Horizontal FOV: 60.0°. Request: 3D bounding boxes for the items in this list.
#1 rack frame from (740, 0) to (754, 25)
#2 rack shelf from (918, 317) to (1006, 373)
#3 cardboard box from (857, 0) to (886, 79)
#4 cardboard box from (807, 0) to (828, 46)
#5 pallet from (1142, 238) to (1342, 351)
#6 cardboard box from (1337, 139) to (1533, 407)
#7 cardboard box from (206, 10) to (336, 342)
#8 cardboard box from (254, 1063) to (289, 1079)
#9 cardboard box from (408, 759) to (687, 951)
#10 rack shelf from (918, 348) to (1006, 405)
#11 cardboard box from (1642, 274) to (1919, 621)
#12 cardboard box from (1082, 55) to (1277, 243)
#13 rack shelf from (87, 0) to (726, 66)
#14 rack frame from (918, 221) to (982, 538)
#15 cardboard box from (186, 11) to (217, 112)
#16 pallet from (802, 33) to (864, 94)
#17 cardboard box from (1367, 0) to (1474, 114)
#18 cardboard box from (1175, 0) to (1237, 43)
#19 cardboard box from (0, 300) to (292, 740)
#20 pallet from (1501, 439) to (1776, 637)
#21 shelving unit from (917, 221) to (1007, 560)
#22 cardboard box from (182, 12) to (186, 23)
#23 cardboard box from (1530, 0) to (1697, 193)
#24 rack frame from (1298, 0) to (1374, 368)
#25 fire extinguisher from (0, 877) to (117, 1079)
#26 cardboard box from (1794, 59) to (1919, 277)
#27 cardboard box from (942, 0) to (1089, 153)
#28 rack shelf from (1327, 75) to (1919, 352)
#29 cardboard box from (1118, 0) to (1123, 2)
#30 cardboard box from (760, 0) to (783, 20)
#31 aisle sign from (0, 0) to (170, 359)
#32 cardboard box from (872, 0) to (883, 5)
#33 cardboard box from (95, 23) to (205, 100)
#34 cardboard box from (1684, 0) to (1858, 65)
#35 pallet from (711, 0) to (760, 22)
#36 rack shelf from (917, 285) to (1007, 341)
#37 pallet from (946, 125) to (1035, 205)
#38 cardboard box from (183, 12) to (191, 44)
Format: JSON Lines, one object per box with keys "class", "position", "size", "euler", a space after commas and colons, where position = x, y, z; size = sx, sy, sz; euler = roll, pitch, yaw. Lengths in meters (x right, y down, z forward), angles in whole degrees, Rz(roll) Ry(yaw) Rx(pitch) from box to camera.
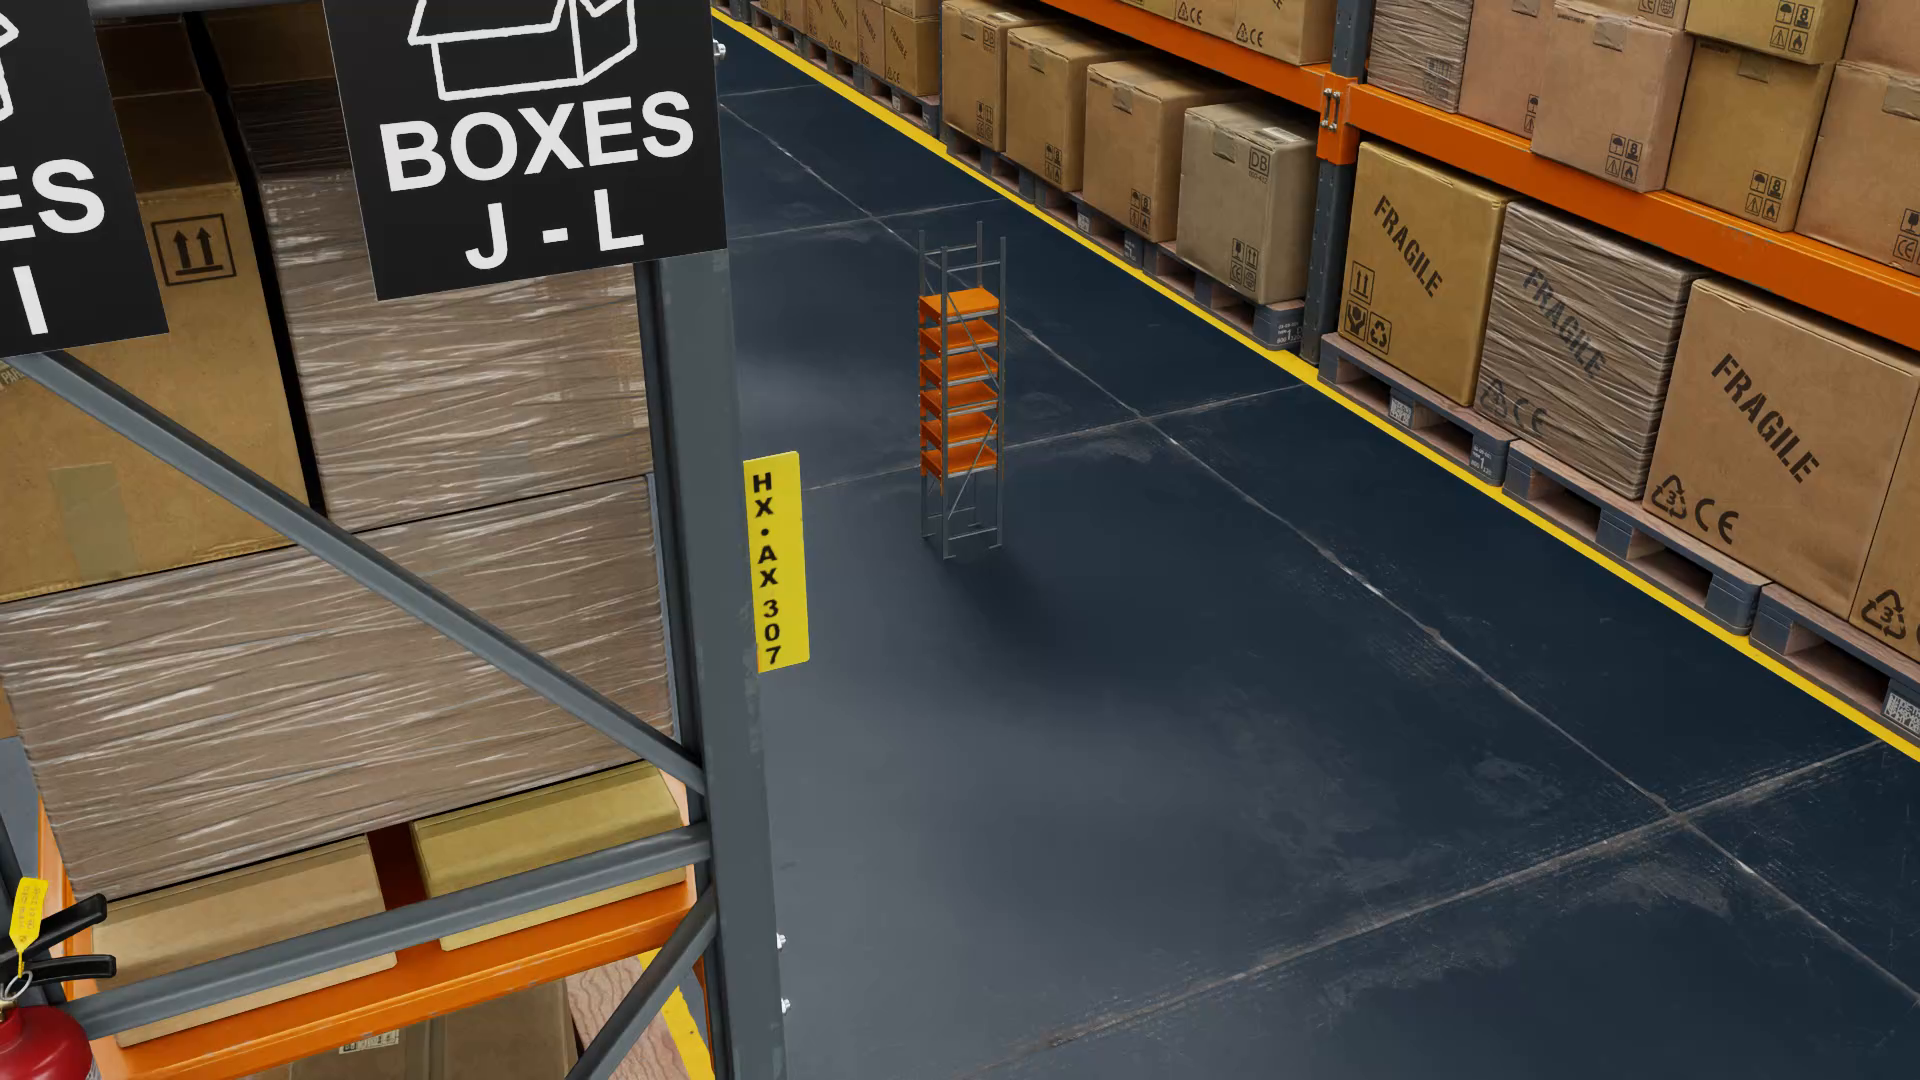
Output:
{"class": "rack frame", "position": [-1.375, -5.770, 13.473], "size": [1.000, 3.000, 0.127], "euler": [-13, 32, -22]}
{"class": "rack shelf", "position": [0.006, -0.688, 5.849], "size": [0.258, 0.103, 0.180], "euler": [-13, 32, -22]}
{"class": "cardboard box", "position": [-0.396, -3.562, 11.661], "size": [0.500, 0.500, 0.500], "euler": [-12, 31, -20]}
{"class": "cardboard box", "position": [-0.832, -4.019, 12.476], "size": [0.500, 0.500, 0.500], "euler": [-13, 32, -21]}
{"class": "pallet", "position": [1.660, -1.345, 8.432], "size": [1.003, 0.211, 1.213], "euler": [-13, 32, -22]}
{"class": "cardboard box", "position": [2.266, -1.200, 7.066], "size": [0.875, 0.875, 0.875], "euler": [-13, 32, -21]}
{"class": "cardboard box", "position": [-0.945, -0.604, 2.832], "size": [0.500, 0.500, 0.500], "euler": [-13, 32, -22]}
{"class": "cardboard box", "position": [-1.287, 0.899, 3.707], "size": [0.500, 0.500, 0.500], "euler": [-5, 30, -9]}
{"class": "cardboard box", "position": [-0.654, 0.461, 2.617], "size": [0.380, 0.149, 0.250], "euler": [-13, 32, -22]}
{"class": "rack shelf", "position": [0.006, -0.583, 5.908], "size": [0.258, 0.103, 0.180], "euler": [-13, 32, -22]}
{"class": "cardboard box", "position": [3.046, -0.399, 5.639], "size": [0.875, 0.875, 0.875], "euler": [-14, 32, -23]}
{"class": "cardboard box", "position": [1.301, -2.120, 8.835], "size": [1.050, 0.750, 0.750], "euler": [-13, 32, -22]}
{"class": "rack shelf", "position": [-1.605, -1.350, 3.260], "size": [1.077, 0.370, 4.000], "euler": [-13, 32, -22]}
{"class": "rack frame", "position": [-0.033, -0.557, 6.017], "size": [0.240, 1.200, 0.006], "euler": [-13, 32, -22]}
{"class": "cardboard box", "position": [-1.381, -1.044, 3.617], "size": [0.500, 0.500, 0.500], "euler": [-13, 32, -22]}
{"class": "pallet", "position": [-0.512, -3.670, 12.580], "size": [1.003, 0.211, 1.213], "euler": [-13, 32, -22]}
{"class": "cardboard box", "position": [2.228, -2.141, 6.848], "size": [0.875, 0.550, 0.550], "euler": [-13, 32, -22]}
{"class": "cardboard box", "position": [1.377, -2.677, 7.855], "size": [0.500, 0.500, 0.500], "euler": [-13, 32, -23]}
{"class": "cardboard box", "position": [-1.281, -0.090, 2.937], "size": [0.875, 0.500, 0.500], "euler": [-13, 32, -22]}
{"class": "pallet", "position": [2.843, -0.128, 6.262], "size": [1.003, 0.211, 1.213], "euler": [-13, 32, -22]}
{"class": "shelving unit", "position": [0.006, -0.517, 5.945], "size": [0.258, 1.200, 0.189], "euler": [-13, 32, -22]}
{"class": "cardboard box", "position": [-1.845, -0.936, 3.425], "size": [0.500, 0.500, 0.500], "euler": [-13, 32, -22]}
{"class": "cardboard box", "position": [2.610, -1.640, 5.954], "size": [0.875, 0.550, 0.550], "euler": [-13, 32, -22]}
{"class": "rack frame", "position": [2.059, -2.236, 7.171], "size": [1.000, 3.000, 0.127], "euler": [-13, 32, -22]}
{"class": "fire extinguisher", "position": [-1.114, 0.709, 1.998], "size": [0.296, 0.674, 0.183], "euler": [-13, 32, -22]}
{"class": "cardboard box", "position": [3.193, -1.201, 5.172], "size": [0.875, 0.550, 0.550], "euler": [-13, 32, -22]}
{"class": "cardboard box", "position": [0.522, -2.917, 10.256], "size": [1.050, 0.750, 0.750], "euler": [-14, 32, -23]}
{"class": "rack shelf", "position": [2.918, -1.039, 5.771], "size": [1.077, 0.370, 4.000], "euler": [-13, 32, -22]}
{"class": "cardboard box", "position": [0.940, -3.124, 8.652], "size": [0.500, 0.500, 0.500], "euler": [-13, 32, -22]}
{"class": "cardboard box", "position": [-1.298, -4.481, 13.300], "size": [0.500, 0.500, 0.500], "euler": [-12, 31, -20]}
{"class": "aisle sign", "position": [-0.991, -0.516, 1.445], "size": [0.394, 0.787, 0.004], "euler": [-13, 32, -22]}
{"class": "cardboard box", "position": [-0.415, -3.891, 11.481], "size": [0.500, 0.250, 0.500], "euler": [-13, 32, -21]}
{"class": "cardboard box", "position": [-1.426, -0.493, 2.633], "size": [0.500, 0.500, 0.500], "euler": [-13, 32, -22]}
{"class": "cardboard box", "position": [2.870, -1.884, 5.285], "size": [0.875, 0.550, 0.500], "euler": [-13, 32, -22]}
{"class": "pallet", "position": [-1.696, -4.843, 14.671], "size": [1.003, 0.211, 1.213], "euler": [-13, 32, -22]}
{"class": "rack shelf", "position": [0.006, -0.792, 5.791], "size": [0.258, 0.103, 0.180], "euler": [-13, 32, -22]}
{"class": "pallet", "position": [0.612, -2.423, 10.355], "size": [1.003, 0.211, 1.213], "euler": [-13, 32, -22]}
{"class": "cardboard box", "position": [-1.806, -1.487, 4.407], "size": [0.500, 0.500, 0.500], "euler": [-13, 32, -22]}
